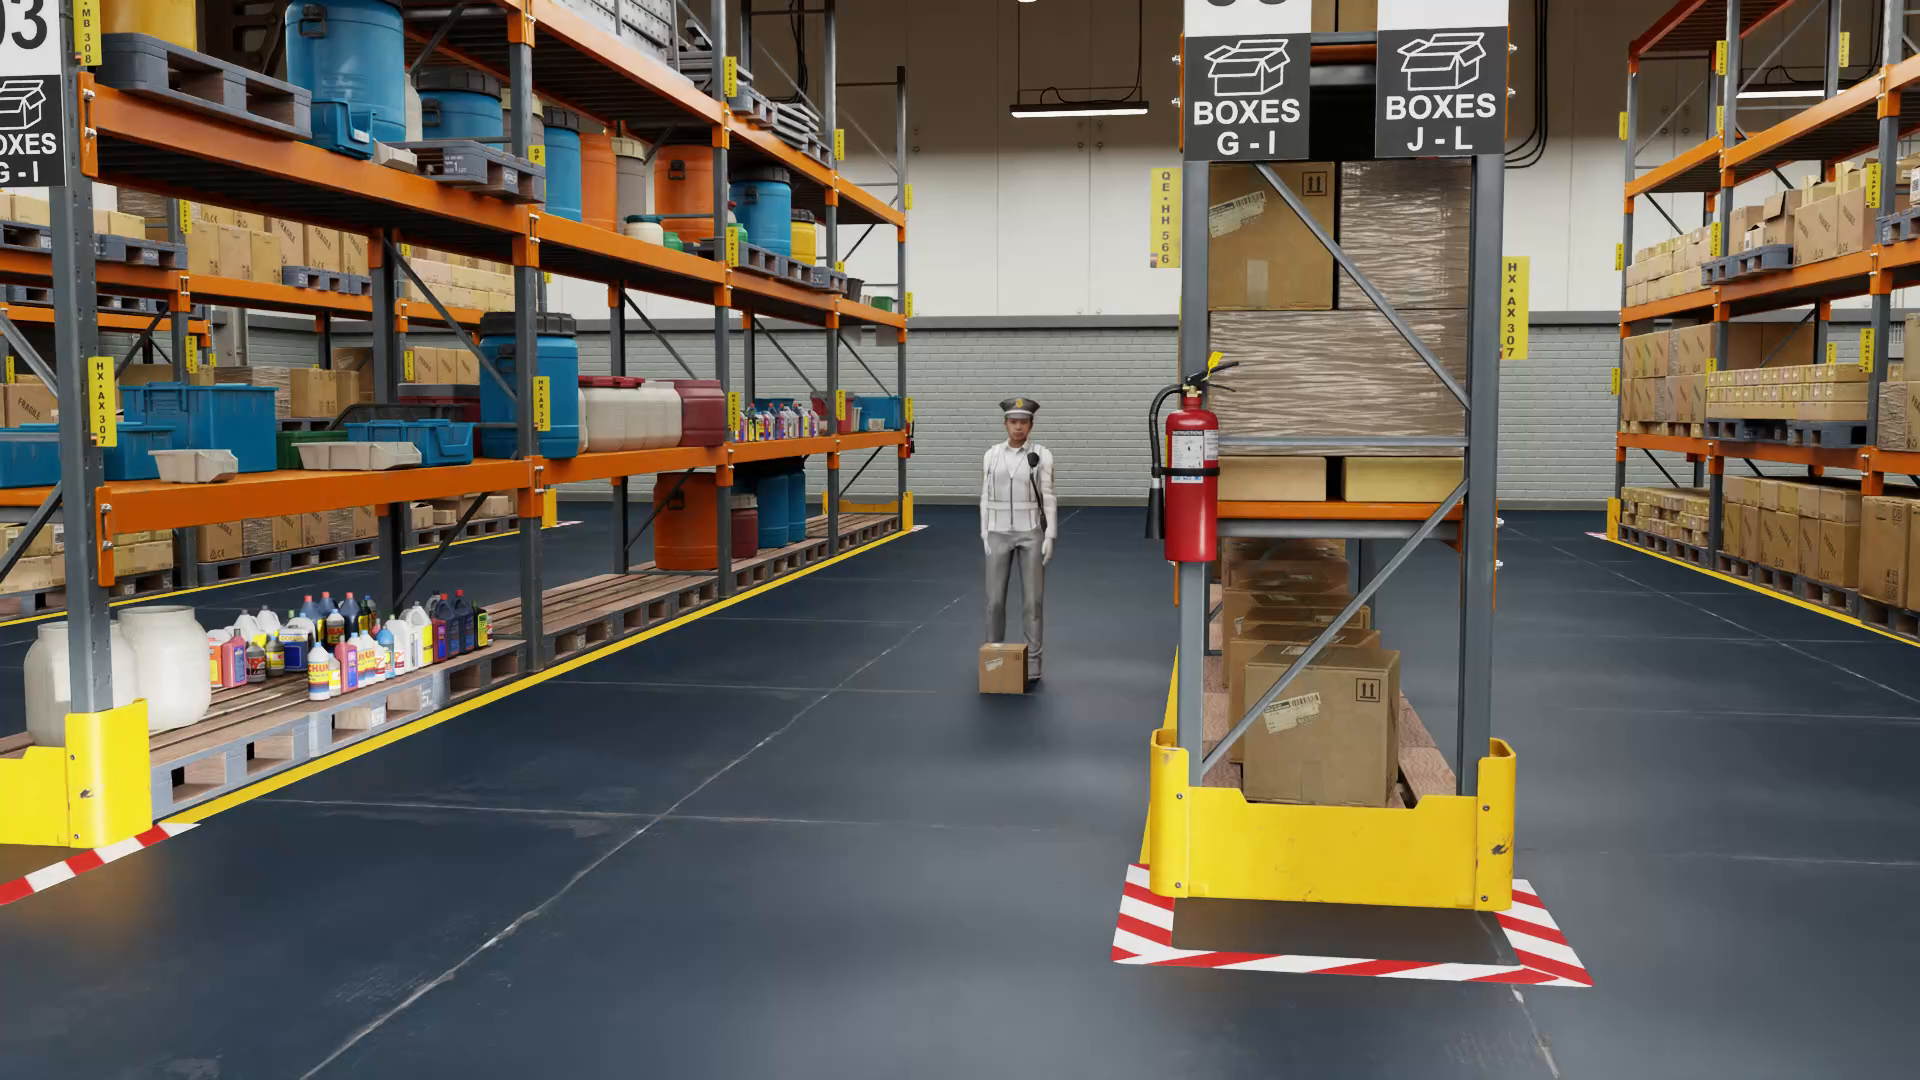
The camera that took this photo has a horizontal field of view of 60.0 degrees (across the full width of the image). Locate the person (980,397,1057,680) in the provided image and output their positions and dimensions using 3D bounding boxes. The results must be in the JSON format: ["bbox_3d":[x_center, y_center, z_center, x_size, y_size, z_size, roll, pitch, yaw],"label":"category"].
[{"bbox_3d":[0.348,0.012,9.952,0.469,1.729,0.345,1,5,10],"label":"person"}]
